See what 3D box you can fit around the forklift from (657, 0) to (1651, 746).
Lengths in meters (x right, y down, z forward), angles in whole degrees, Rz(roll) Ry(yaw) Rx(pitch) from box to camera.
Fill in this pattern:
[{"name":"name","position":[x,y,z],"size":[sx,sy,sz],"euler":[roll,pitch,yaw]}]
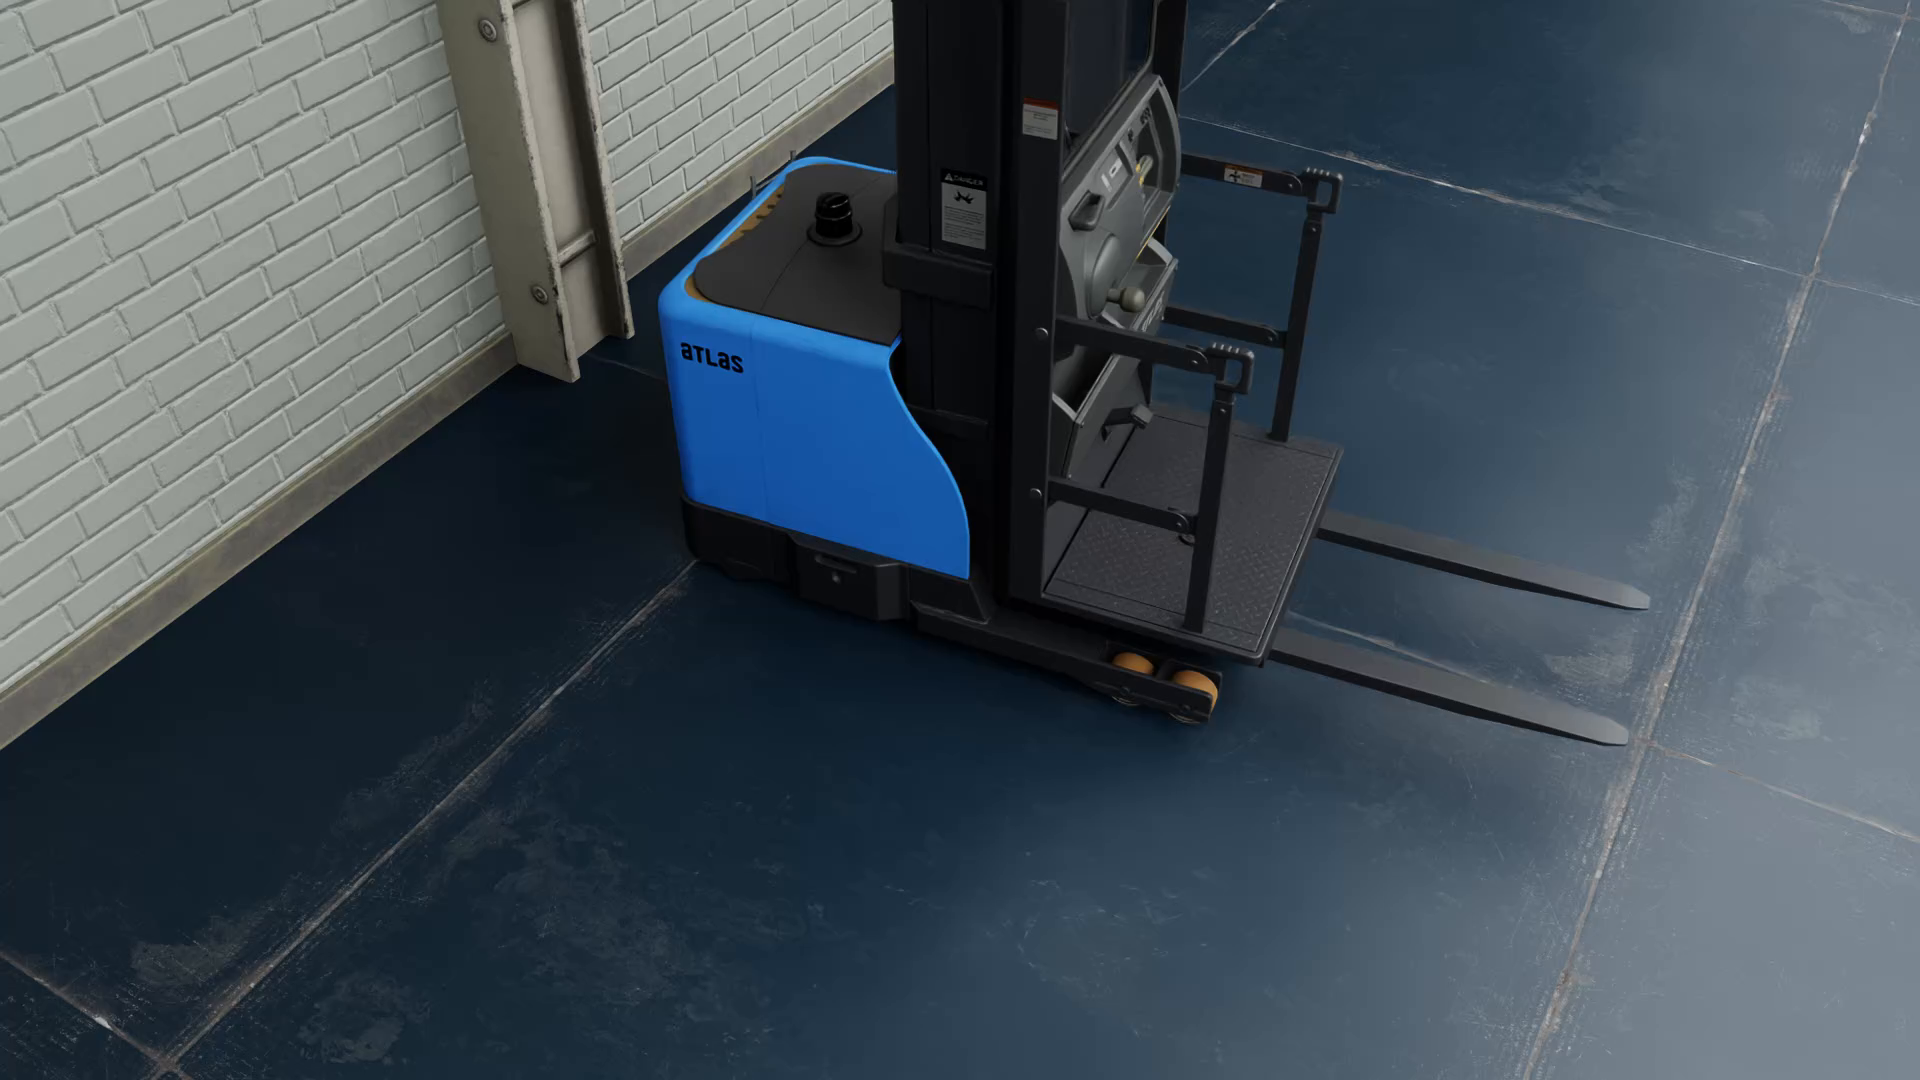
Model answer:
[{"name":"forklift","position":[0.639,-0.938,4.597],"size":[3.031,2.935,1.130],"euler":[16,44,17]}]

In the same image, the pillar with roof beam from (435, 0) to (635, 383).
[{"name":"pillar with roof beam","position":[2.191,-2.725,2.035],"size":[9.100,9.000,0.400],"euler":[21,45,22]}]

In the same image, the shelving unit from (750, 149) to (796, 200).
[{"name":"shelving unit","position":[-0.582,-0.967,6.167],"size":[0.210,0.900,0.258],"euler":[25,47,26]}]

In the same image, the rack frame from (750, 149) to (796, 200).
[{"name":"rack frame","position":[-0.665,-1.006,6.212],"size":[0.006,0.900,0.240],"euler":[25,47,26]}]
